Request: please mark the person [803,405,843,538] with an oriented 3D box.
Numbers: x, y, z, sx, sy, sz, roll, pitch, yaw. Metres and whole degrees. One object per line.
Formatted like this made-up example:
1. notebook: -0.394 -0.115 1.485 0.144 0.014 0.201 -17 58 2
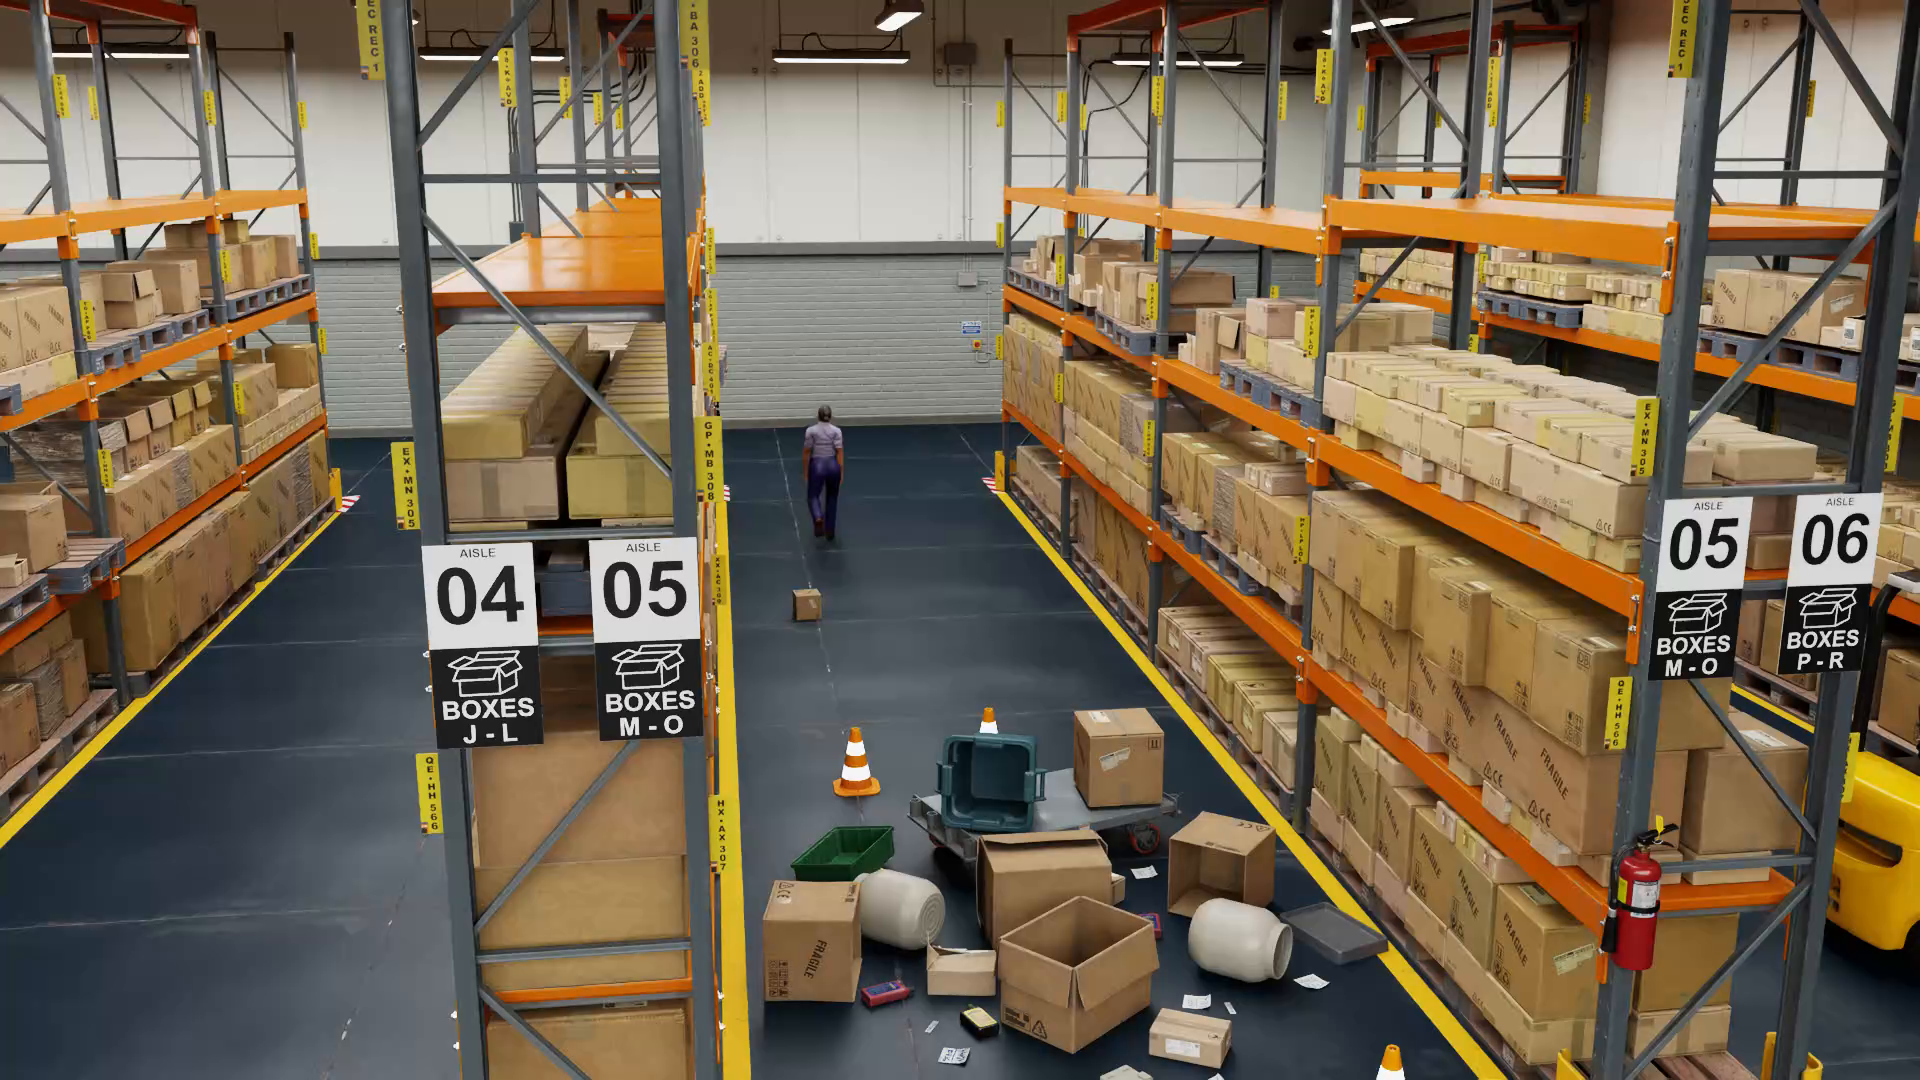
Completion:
1. person: -1.637 -0.816 19.920 0.482 1.623 0.703 -2 13 -9
